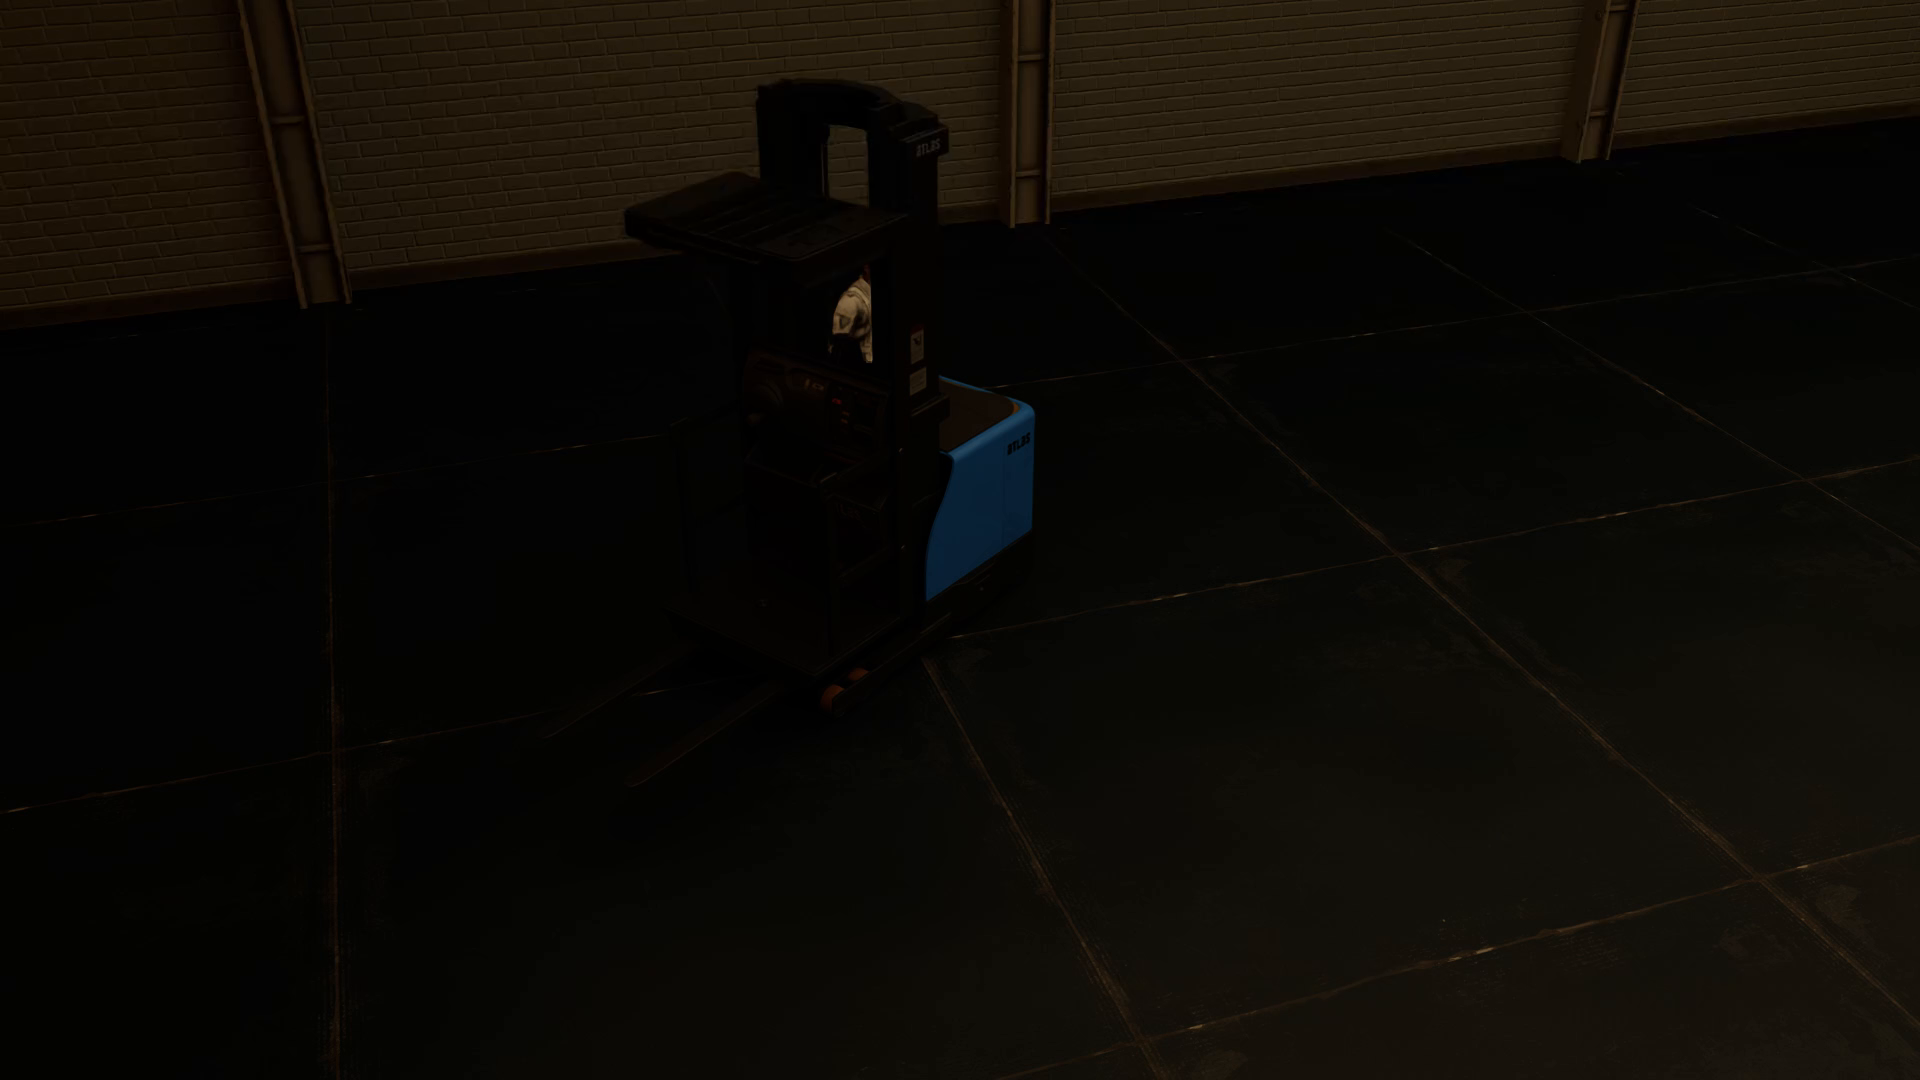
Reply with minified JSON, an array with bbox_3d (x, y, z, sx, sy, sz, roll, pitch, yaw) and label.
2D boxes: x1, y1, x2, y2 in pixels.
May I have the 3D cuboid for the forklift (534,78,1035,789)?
[{"bbox_3d":[-0.860,-0.645,8.207,1.130,2.935,3.031,21,36,32],"label":"forklift"}]

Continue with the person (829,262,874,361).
[{"bbox_3d":[-0.491,-1.056,10.227,0.435,1.625,0.764,17,34,27],"label":"person"}]
